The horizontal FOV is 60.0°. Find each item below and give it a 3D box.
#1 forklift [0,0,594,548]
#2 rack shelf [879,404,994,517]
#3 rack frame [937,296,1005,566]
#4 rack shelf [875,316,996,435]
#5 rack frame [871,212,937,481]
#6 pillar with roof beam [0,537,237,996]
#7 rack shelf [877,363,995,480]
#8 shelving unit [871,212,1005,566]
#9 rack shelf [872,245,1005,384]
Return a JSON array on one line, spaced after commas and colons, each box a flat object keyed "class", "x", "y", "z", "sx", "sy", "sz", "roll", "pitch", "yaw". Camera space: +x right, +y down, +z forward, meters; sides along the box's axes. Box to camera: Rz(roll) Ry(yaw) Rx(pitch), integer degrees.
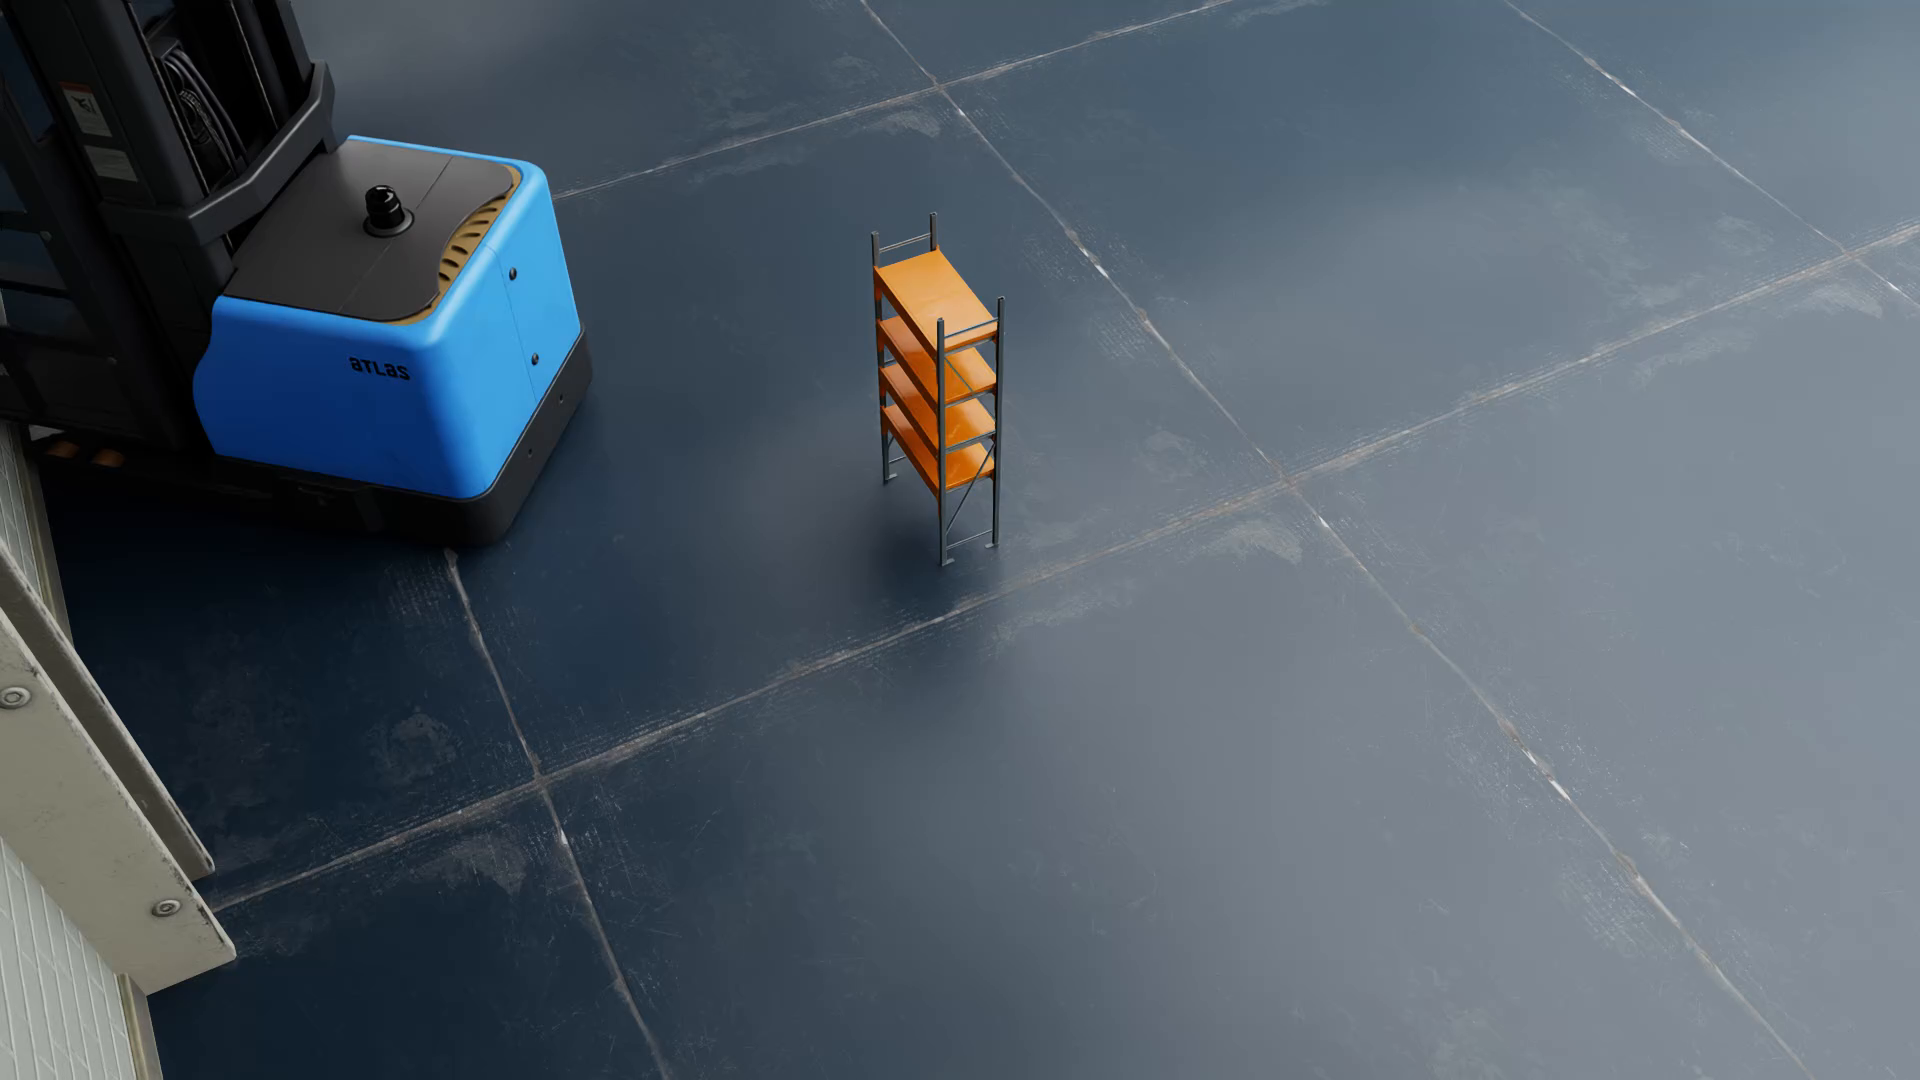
[{"class": "forklift", "x": -3.056, "y": -1.530, "z": 5.641, "sx": 3.031, "sy": 2.935, "sz": 1.130, "roll": 10, "pitch": 50, "yaw": 9}, {"class": "rack shelf", "x": -0.076, "y": -0.331, "z": 6.095, "sx": 0.258, "sy": 0.148, "sz": 0.480, "roll": -21, "pitch": 52, "yaw": -18}, {"class": "rack frame", "x": 0.036, "y": -0.342, "z": 5.752, "sx": 0.240, "sy": 1.200, "sz": 0.015, "roll": -21, "pitch": 52, "yaw": -18}, {"class": "rack shelf", "x": -0.076, "y": -0.609, "z": 5.778, "sx": 0.258, "sy": 0.148, "sz": 0.480, "roll": -21, "pitch": 52, "yaw": -18}, {"class": "rack frame", "x": -0.187, "y": -0.669, "z": 6.038, "sx": 0.240, "sy": 1.200, "sz": 0.015, "roll": -21, "pitch": 52, "yaw": -18}, {"class": "pillar with roof beam", "x": 1.372, "y": -3.237, "z": 3.103, "sx": 9.100, "sy": 9.000, "sz": 0.400, "roll": -21, "pitch": 52, "yaw": -18}, {"class": "rack shelf", "x": -0.076, "y": -0.462, "z": 5.946, "sx": 0.258, "sy": 0.148, "sz": 0.480, "roll": -21, "pitch": 52, "yaw": -18}, {"class": "shelving unit", "x": -0.076, "y": -0.506, "z": 5.895, "sx": 0.258, "sy": 1.200, "sz": 0.503, "roll": -21, "pitch": 52, "yaw": -18}, {"class": "rack shelf", "x": -0.076, "y": -0.765, "z": 5.599, "sx": 0.258, "sy": 0.148, "sz": 0.480, "roll": -21, "pitch": 52, "yaw": -18}]
